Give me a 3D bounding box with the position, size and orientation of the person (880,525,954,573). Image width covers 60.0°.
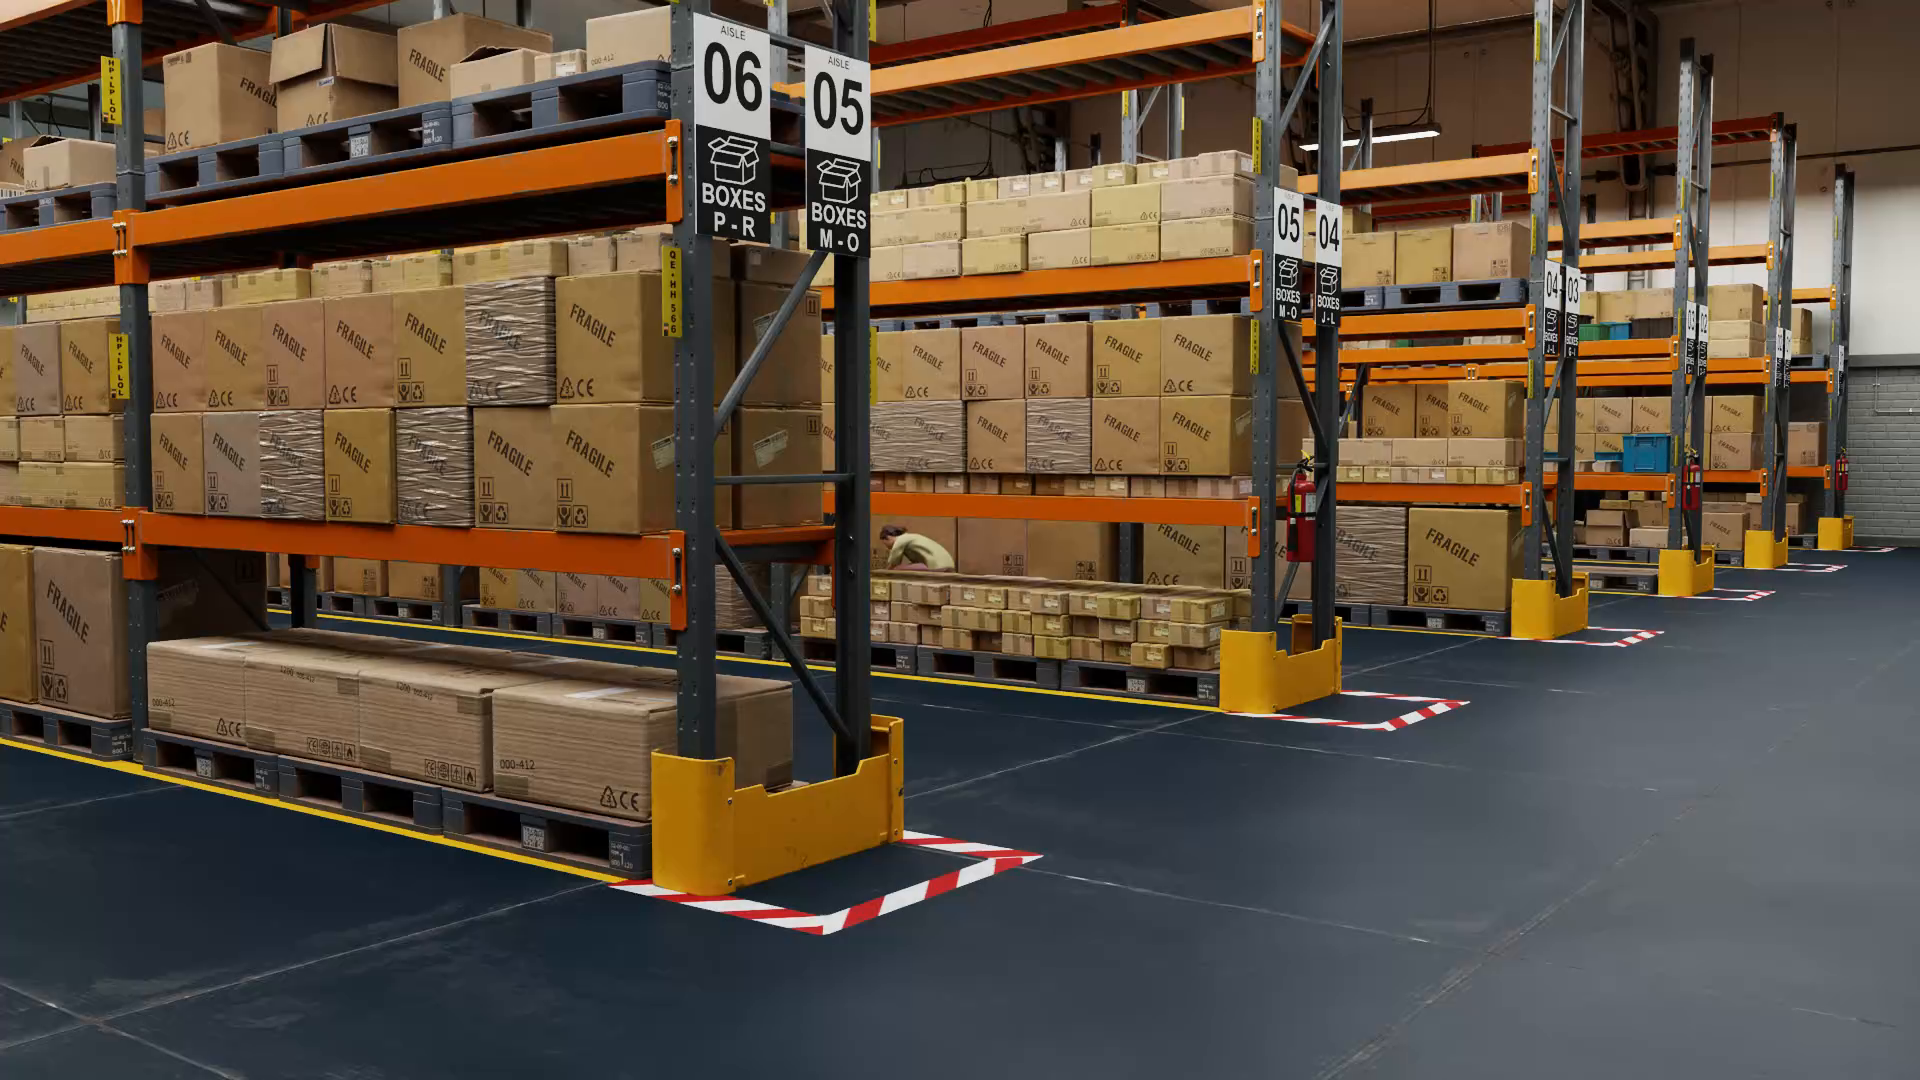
[{"bbox_3d":[-0.446,0.276,16.615,0.802,0.844,0.487,2,4,36],"label":"person"}]
